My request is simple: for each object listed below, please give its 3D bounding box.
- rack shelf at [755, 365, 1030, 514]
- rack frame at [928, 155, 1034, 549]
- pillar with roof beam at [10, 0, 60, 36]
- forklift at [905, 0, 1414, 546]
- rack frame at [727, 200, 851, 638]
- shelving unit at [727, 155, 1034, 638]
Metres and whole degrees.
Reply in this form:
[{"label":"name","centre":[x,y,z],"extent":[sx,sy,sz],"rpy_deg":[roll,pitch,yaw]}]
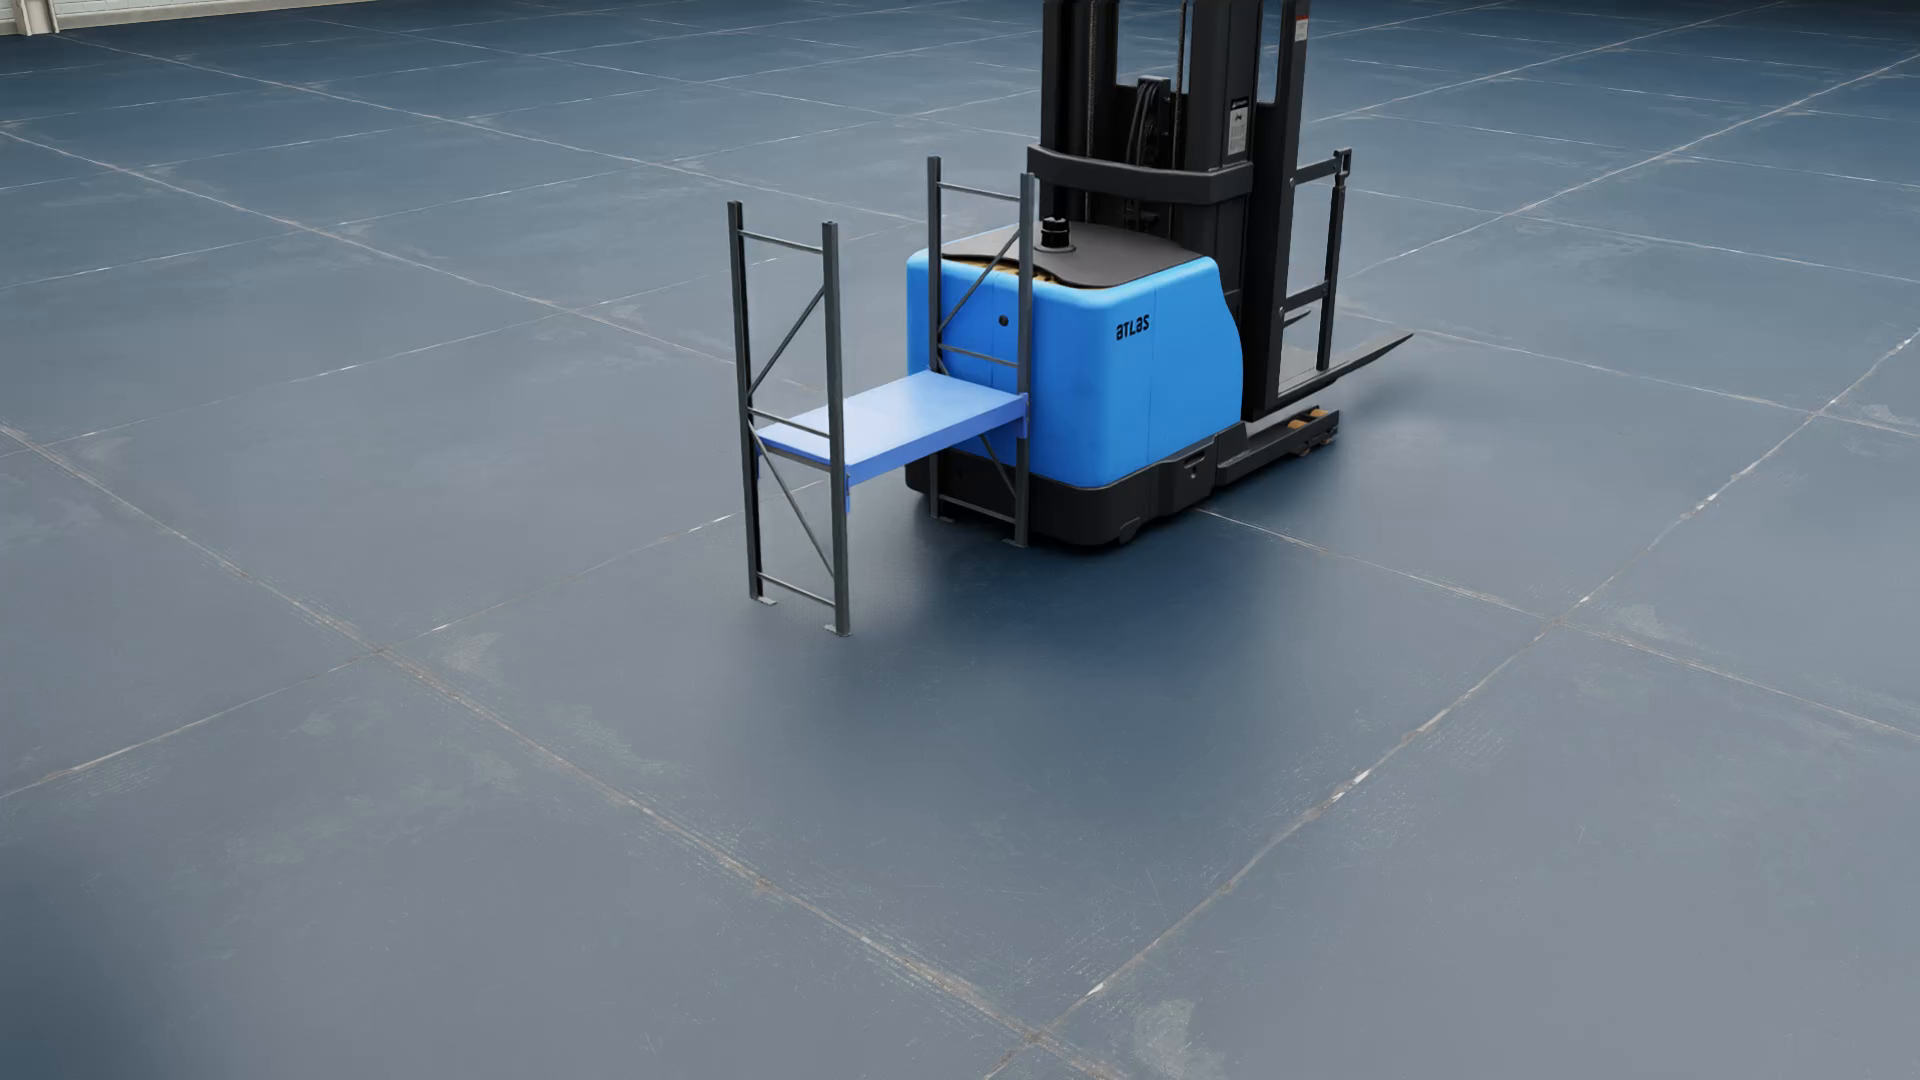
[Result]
[{"label":"rack shelf","centre":[-0.259,-0.397,6.241],"extent":[0.538,0.185,1.000],"rpy_deg":[20,31,37]},{"label":"rack frame","centre":[0.074,-0.718,6.518],"extent":[0.500,1.500,0.032],"rpy_deg":[20,31,37]},{"label":"pillar with roof beam","centre":[-8.484,-9.365,16.638],"extent":[9.100,9.000,0.400],"rpy_deg":[20,31,38]},{"label":"forklift","centre":[1.112,-1.839,7.270],"extent":[1.130,2.935,3.031],"rpy_deg":[20,31,37]},{"label":"rack frame","centre":[-0.593,-0.404,5.817],"extent":[0.500,1.500,0.032],"rpy_deg":[20,31,37]},{"label":"shelving unit","centre":[-0.259,-0.561,6.167],"extent":[0.538,1.500,1.048],"rpy_deg":[20,31,37]}]
